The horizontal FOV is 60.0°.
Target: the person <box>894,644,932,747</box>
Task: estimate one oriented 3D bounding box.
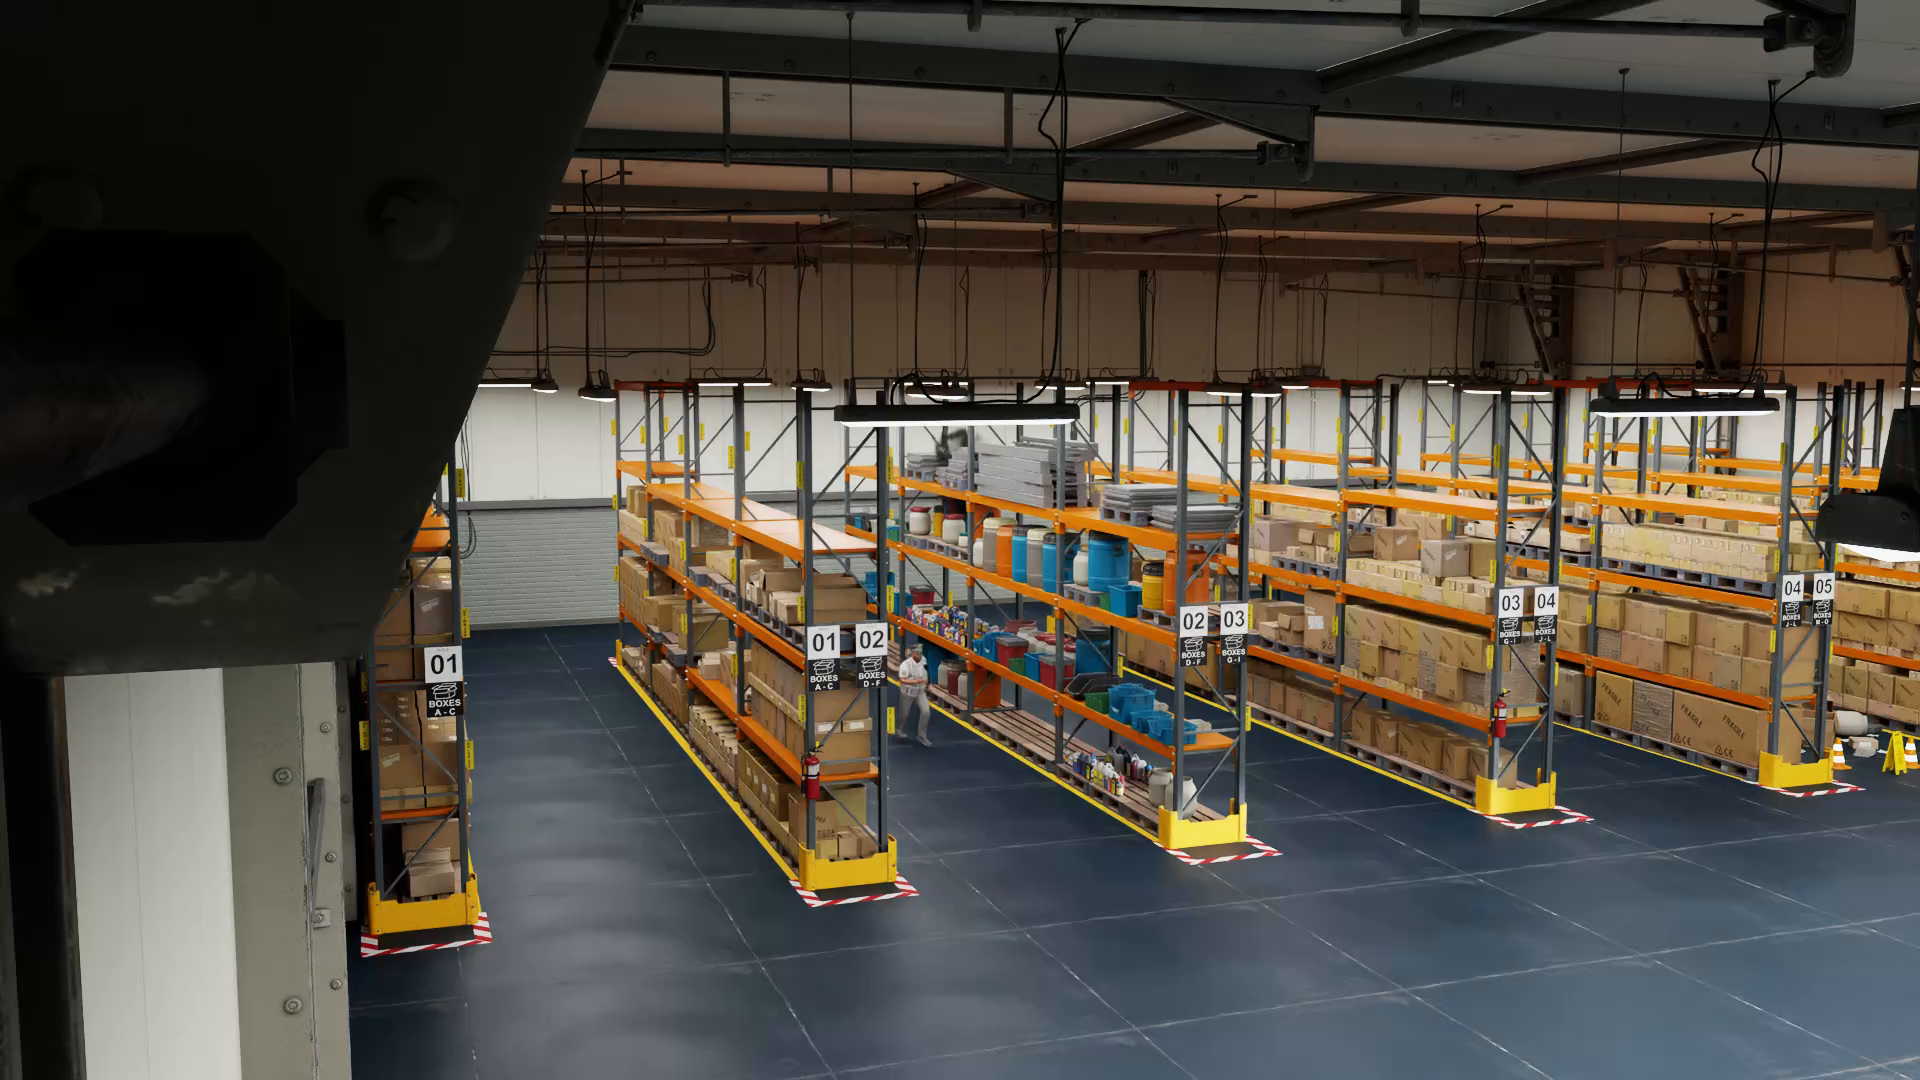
[{"bbox_3d":[-0.777,2.557,27.717,0.675,1.752,0.996,-4,7,-31],"label":"person"}]
